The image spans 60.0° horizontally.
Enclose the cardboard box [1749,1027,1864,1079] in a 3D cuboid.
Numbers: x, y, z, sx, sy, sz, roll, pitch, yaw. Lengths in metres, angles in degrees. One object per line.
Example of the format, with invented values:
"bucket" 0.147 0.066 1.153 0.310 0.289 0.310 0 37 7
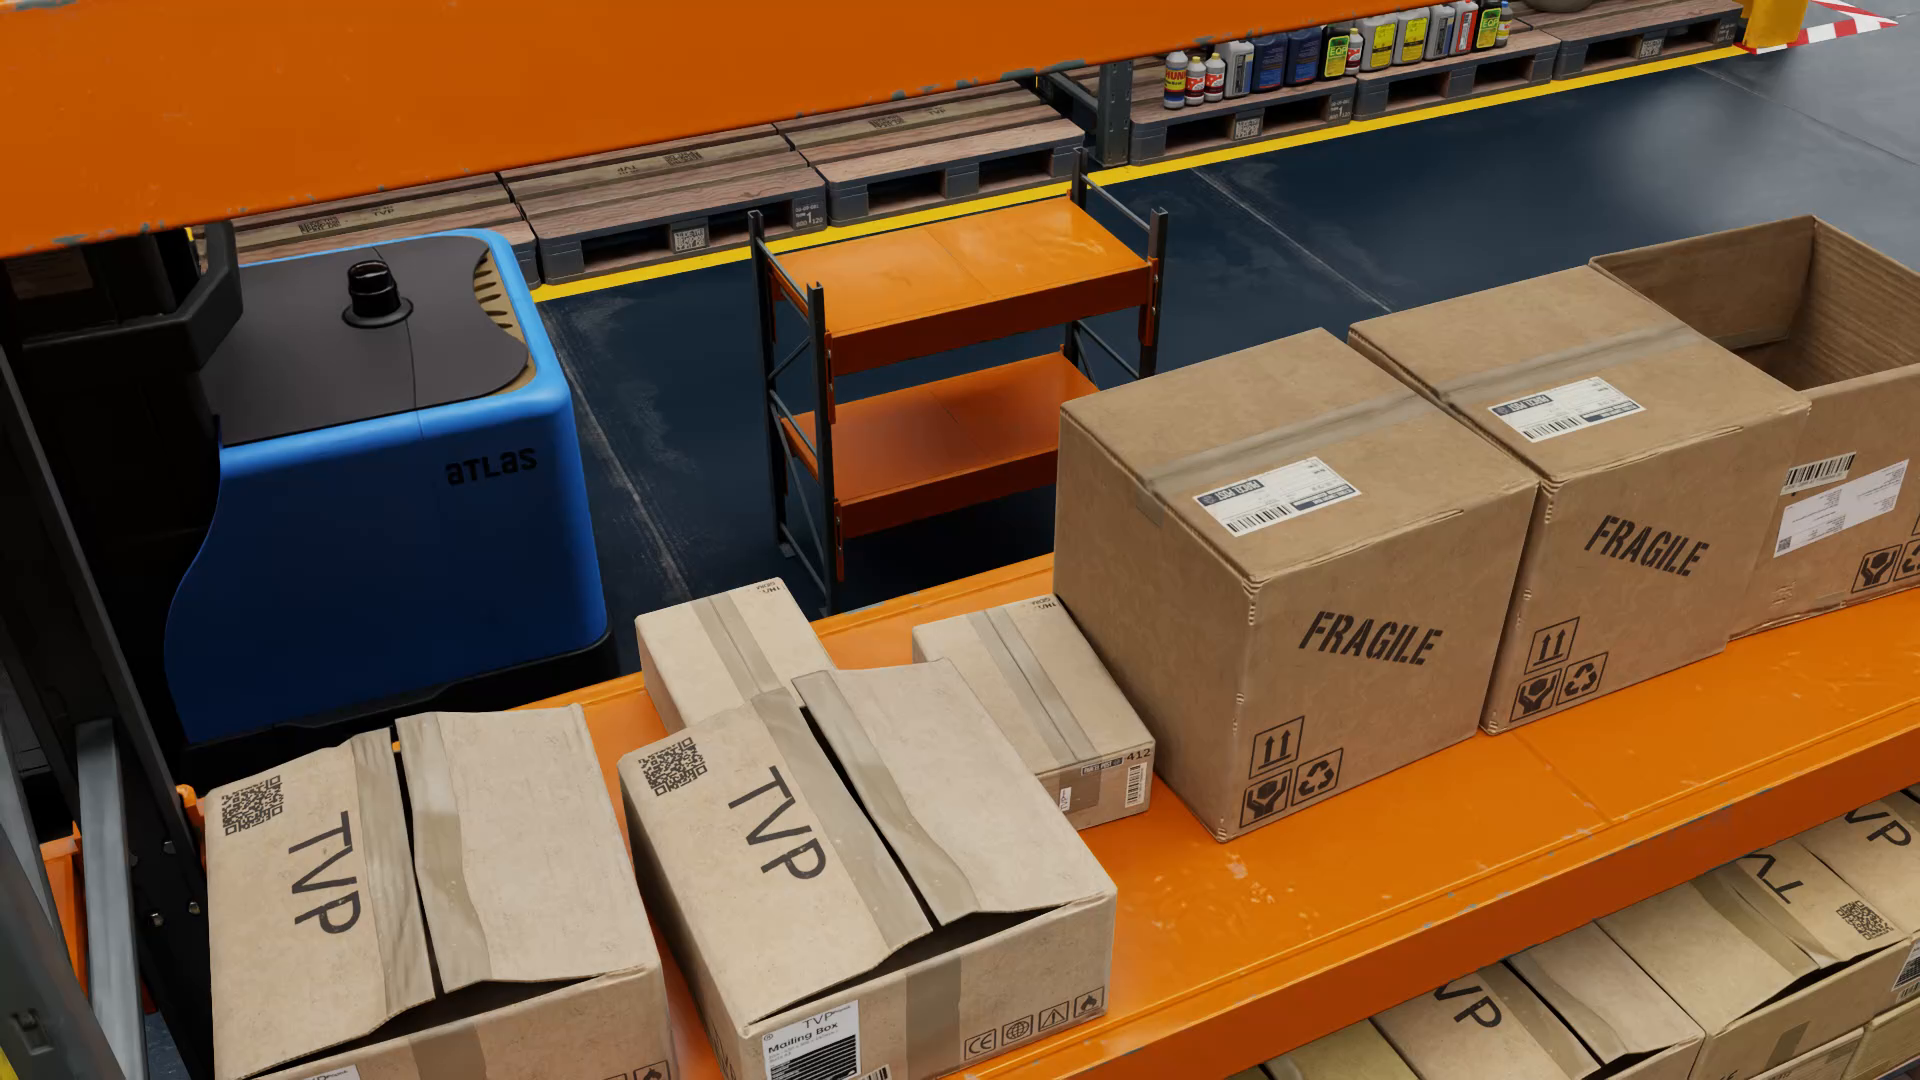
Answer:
"cardboard box" 1.421 0.967 3.385 0.500 0.250 0.500 -15 39 -19

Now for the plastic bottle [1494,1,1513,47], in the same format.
"plastic bottle" 2.638 -2.523 8.114 0.097 0.201 0.097 0 37 0

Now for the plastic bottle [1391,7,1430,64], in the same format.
"plastic bottle" 2.125 -2.455 7.897 0.185 0.351 0.144 -14 39 -18

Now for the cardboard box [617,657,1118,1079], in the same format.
"cardboard box" -0.134 0.439 2.215 0.500 0.311 0.500 -16 39 -20

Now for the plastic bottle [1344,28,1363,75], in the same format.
"plastic bottle" 1.838 -2.300 7.812 0.097 0.201 0.097 0 37 0

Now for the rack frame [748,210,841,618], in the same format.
"rack frame" -0.466 -0.321 4.739 0.032 1.125 0.500 -16 39 -20

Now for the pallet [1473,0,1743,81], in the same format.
"pallet" 3.328 -2.805 8.854 1.213 0.211 1.003 -16 39 -20

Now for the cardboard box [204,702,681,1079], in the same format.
"cardboard box" -0.678 0.492 2.143 0.500 0.311 0.500 -13 39 -17

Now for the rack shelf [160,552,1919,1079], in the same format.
"rack shelf" 0.784 0.308 2.921 4.000 0.370 1.077 -16 39 -20

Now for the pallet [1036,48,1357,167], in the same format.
"pallet" 1.119 -2.187 8.021 1.213 0.211 1.003 -16 39 -20

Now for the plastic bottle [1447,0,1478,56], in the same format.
"plastic bottle" 2.399 -2.504 8.026 0.135 0.276 0.152 -15 39 -20

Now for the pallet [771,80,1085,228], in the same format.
"pallet" -0.201 -1.820 7.526 1.213 0.211 1.003 -16 39 -20

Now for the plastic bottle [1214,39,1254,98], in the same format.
"plastic bottle" 1.249 -2.183 7.592 0.135 0.276 0.152 -14 39 -18

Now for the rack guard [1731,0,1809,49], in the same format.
"rack guard" 4.066 -3.123 9.041 0.348 0.500 1.175 -16 39 -20

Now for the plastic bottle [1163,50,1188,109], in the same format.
"plastic bottle" 0.968 -2.085 7.464 0.097 0.271 0.097 0 37 0

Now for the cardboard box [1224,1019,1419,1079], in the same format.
"cardboard box" 0.507 0.996 2.874 0.500 0.311 0.500 -17 40 -21

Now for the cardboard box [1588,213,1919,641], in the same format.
"cardboard box" 1.416 -0.209 2.929 0.500 0.500 0.500 -13 38 -17

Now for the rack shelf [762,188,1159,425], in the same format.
"rack shelf" -0.006 -0.685 4.738 1.000 0.278 0.538 -16 39 -20

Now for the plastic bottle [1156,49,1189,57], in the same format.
"plastic bottle" 1.016 -2.513 7.974 0.185 0.351 0.144 -16 39 -20

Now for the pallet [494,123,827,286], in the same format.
"pallet" -1.307 -1.509 7.107 1.213 0.211 1.003 -16 39 -20

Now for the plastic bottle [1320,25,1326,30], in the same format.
"plastic bottle" 1.689 -2.326 7.789 0.097 0.271 0.097 0 37 0

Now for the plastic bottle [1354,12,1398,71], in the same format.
"plastic bottle" 1.956 -2.408 7.833 0.185 0.351 0.144 -16 39 -20

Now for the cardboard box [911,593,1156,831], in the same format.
"cardboard box" 0.104 0.273 2.575 0.250 0.149 0.380 -13 38 -17

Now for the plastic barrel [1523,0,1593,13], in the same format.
"plastic barrel" 3.098 -3.007 8.522 0.421 0.512 0.421 0 37 0

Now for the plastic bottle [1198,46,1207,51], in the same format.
"plastic bottle" 1.214 -2.536 8.068 0.135 0.276 0.152 -16 39 -20

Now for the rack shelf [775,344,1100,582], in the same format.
"rack shelf" -0.006 -0.254 5.058 1.000 0.278 0.538 -16 39 -20

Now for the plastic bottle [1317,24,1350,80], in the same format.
"plastic bottle" 1.739 -2.293 7.734 0.133 0.283 0.061 -14 39 -18

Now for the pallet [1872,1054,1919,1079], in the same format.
"pallet" 1.945 0.840 3.940 1.213 0.211 1.003 -16 39 -20

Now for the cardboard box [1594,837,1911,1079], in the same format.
"cardboard box" 1.429 0.740 3.219 0.500 0.311 0.500 -16 39 -20

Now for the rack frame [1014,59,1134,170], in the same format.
"rack frame" 0.494 -3.159 6.992 0.127 3.000 1.000 -16 39 -20

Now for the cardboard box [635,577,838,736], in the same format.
"cardboard box" -0.329 0.249 2.607 0.250 0.149 0.380 -16 39 -20

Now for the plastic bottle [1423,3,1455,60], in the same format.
"plastic bottle" 2.273 -2.469 7.978 0.135 0.276 0.152 -17 40 -21

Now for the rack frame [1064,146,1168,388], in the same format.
"rack frame" 0.454 -0.579 5.086 0.032 1.125 0.500 -16 39 -20

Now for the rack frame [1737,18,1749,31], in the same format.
"rack frame" 4.115 -4.172 8.357 0.127 3.000 1.000 -16 39 -20

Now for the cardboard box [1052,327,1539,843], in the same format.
"cardboard box" 0.486 0.052 2.579 0.500 0.500 0.500 -18 40 -22

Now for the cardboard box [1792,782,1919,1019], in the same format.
"cardboard box" 1.882 0.615 3.387 0.500 0.311 0.500 -15 39 -19

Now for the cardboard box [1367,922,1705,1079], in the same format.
"cardboard box" 0.973 0.866 3.050 0.500 0.311 0.500 -16 39 -21

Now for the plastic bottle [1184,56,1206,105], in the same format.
"plastic bottle" 1.060 -2.082 7.519 0.097 0.201 0.097 0 37 0

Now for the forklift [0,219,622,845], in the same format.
"forklift" -2.491 -0.610 3.612 3.031 2.935 1.130 -14 39 -18

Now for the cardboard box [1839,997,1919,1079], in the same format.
"cardboard box" 1.884 0.837 3.559 0.500 0.250 0.500 -16 40 -21

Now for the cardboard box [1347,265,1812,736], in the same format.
"cardboard box" 0.963 -0.082 2.758 0.500 0.500 0.500 -16 39 -20

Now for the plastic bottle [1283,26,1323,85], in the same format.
"plastic bottle" 1.572 -2.301 7.688 0.185 0.351 0.144 -17 40 -22

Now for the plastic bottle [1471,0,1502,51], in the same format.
"plastic bottle" 2.540 -2.517 8.036 0.133 0.283 0.061 -15 39 -19

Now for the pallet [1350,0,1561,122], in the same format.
"pallet" 2.225 -2.498 8.441 1.213 0.211 1.003 -16 39 -20

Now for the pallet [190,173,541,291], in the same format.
"pallet" -2.409 -1.202 6.694 1.213 0.211 1.003 -16 39 -20

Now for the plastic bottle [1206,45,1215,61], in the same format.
"plastic bottle" 1.204 -2.243 7.667 0.133 0.283 0.061 -16 39 -20

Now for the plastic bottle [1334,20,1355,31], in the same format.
"plastic bottle" 1.871 -2.452 7.955 0.135 0.276 0.152 -16 39 -20

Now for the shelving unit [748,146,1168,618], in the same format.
"shelving unit" -0.006 -0.450 4.913 1.048 1.125 0.538 -16 39 -20

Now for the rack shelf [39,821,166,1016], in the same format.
"rack shelf" -2.837 1.320 1.556 4.000 0.370 1.077 -16 39 -20

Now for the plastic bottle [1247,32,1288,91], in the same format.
"plastic bottle" 1.401 -2.253 7.624 0.185 0.351 0.144 -15 39 -19
